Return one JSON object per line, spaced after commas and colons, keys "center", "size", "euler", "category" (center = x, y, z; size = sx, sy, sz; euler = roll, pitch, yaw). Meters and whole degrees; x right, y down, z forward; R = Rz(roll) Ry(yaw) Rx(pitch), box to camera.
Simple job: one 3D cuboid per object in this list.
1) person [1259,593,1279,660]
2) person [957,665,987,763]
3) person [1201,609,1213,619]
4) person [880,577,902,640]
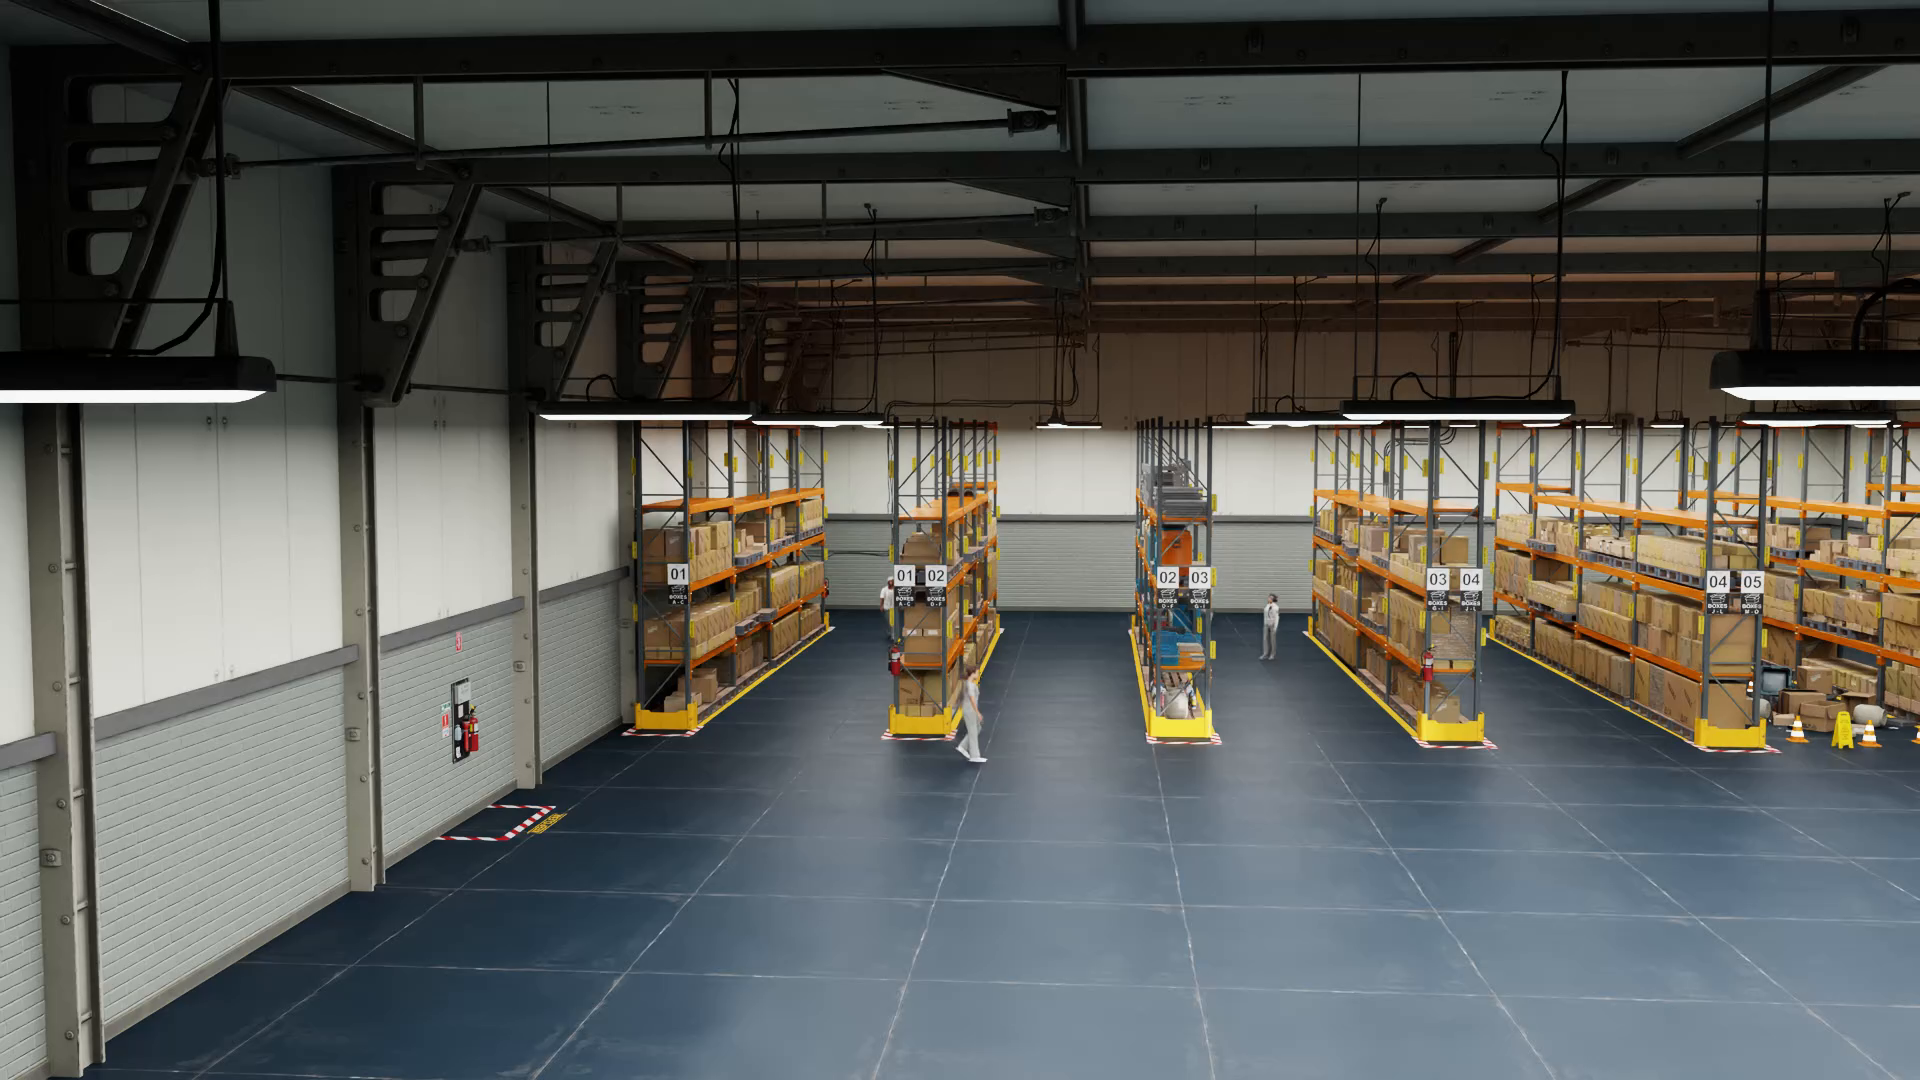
{"center": [7.814, 2.173, 41.810], "size": [0.394, 1.700, 0.522], "euler": [-3, 5, -35], "category": "person"}
{"center": [0.206, 3.003, 28.896], "size": [0.523, 1.677, 0.553], "euler": [0, 4, -2], "category": "person"}
{"center": [7.076, 1.631, 49.266], "size": [0.812, 1.753, 0.569], "euler": [-2, 4, -33], "category": "person"}
{"center": [-1.915, 1.873, 45.788], "size": [0.572, 1.720, 1.054], "euler": [0, 4, 4], "category": "person"}
